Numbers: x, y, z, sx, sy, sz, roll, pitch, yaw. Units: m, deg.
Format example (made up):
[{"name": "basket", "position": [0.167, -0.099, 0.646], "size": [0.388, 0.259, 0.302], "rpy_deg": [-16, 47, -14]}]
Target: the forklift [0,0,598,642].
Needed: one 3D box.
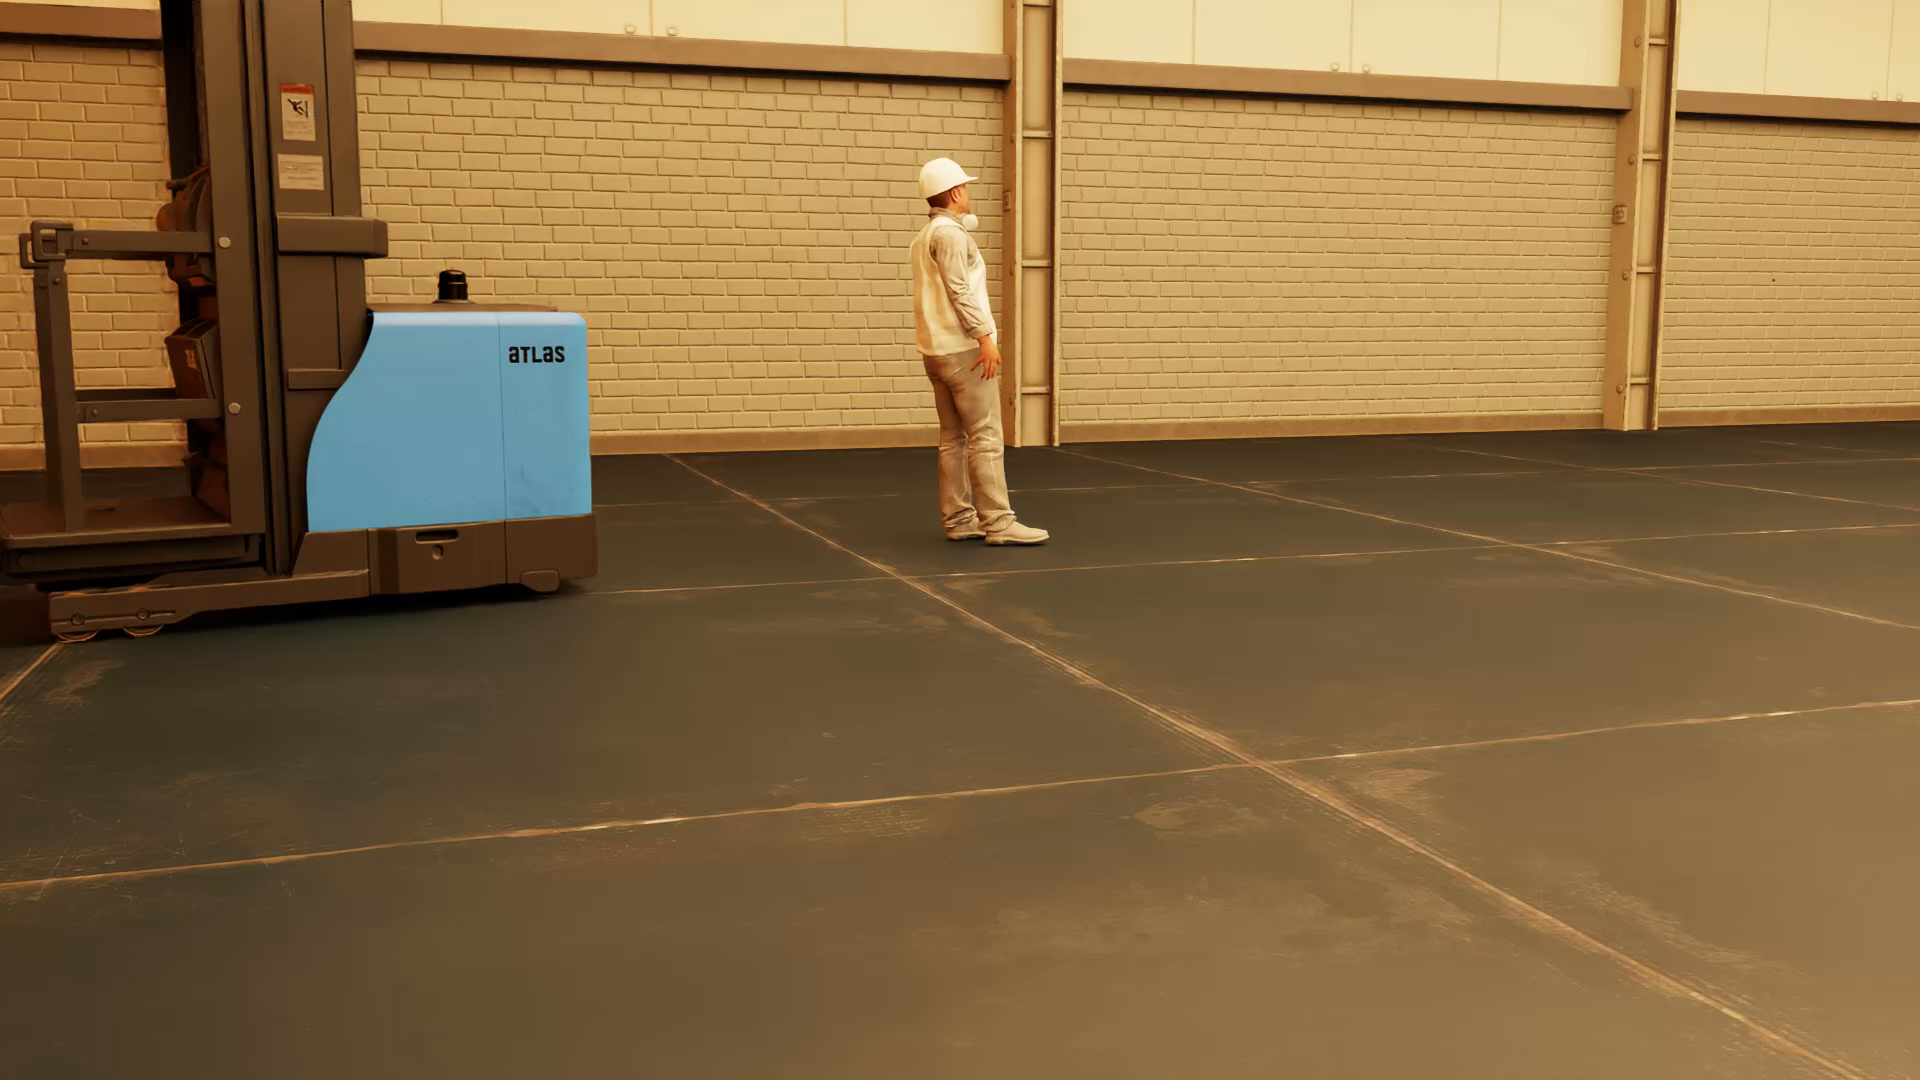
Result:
[{"name": "forklift", "position": [-2.926, -1.197, 5.849], "size": [3.031, 2.935, 1.130], "rpy_deg": [-5, 9, -31]}]

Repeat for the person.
[{"name": "person", "position": [0.062, -0.888, 7.816], "size": [0.566, 1.775, 0.634], "rpy_deg": [-3, 8, -18]}]
